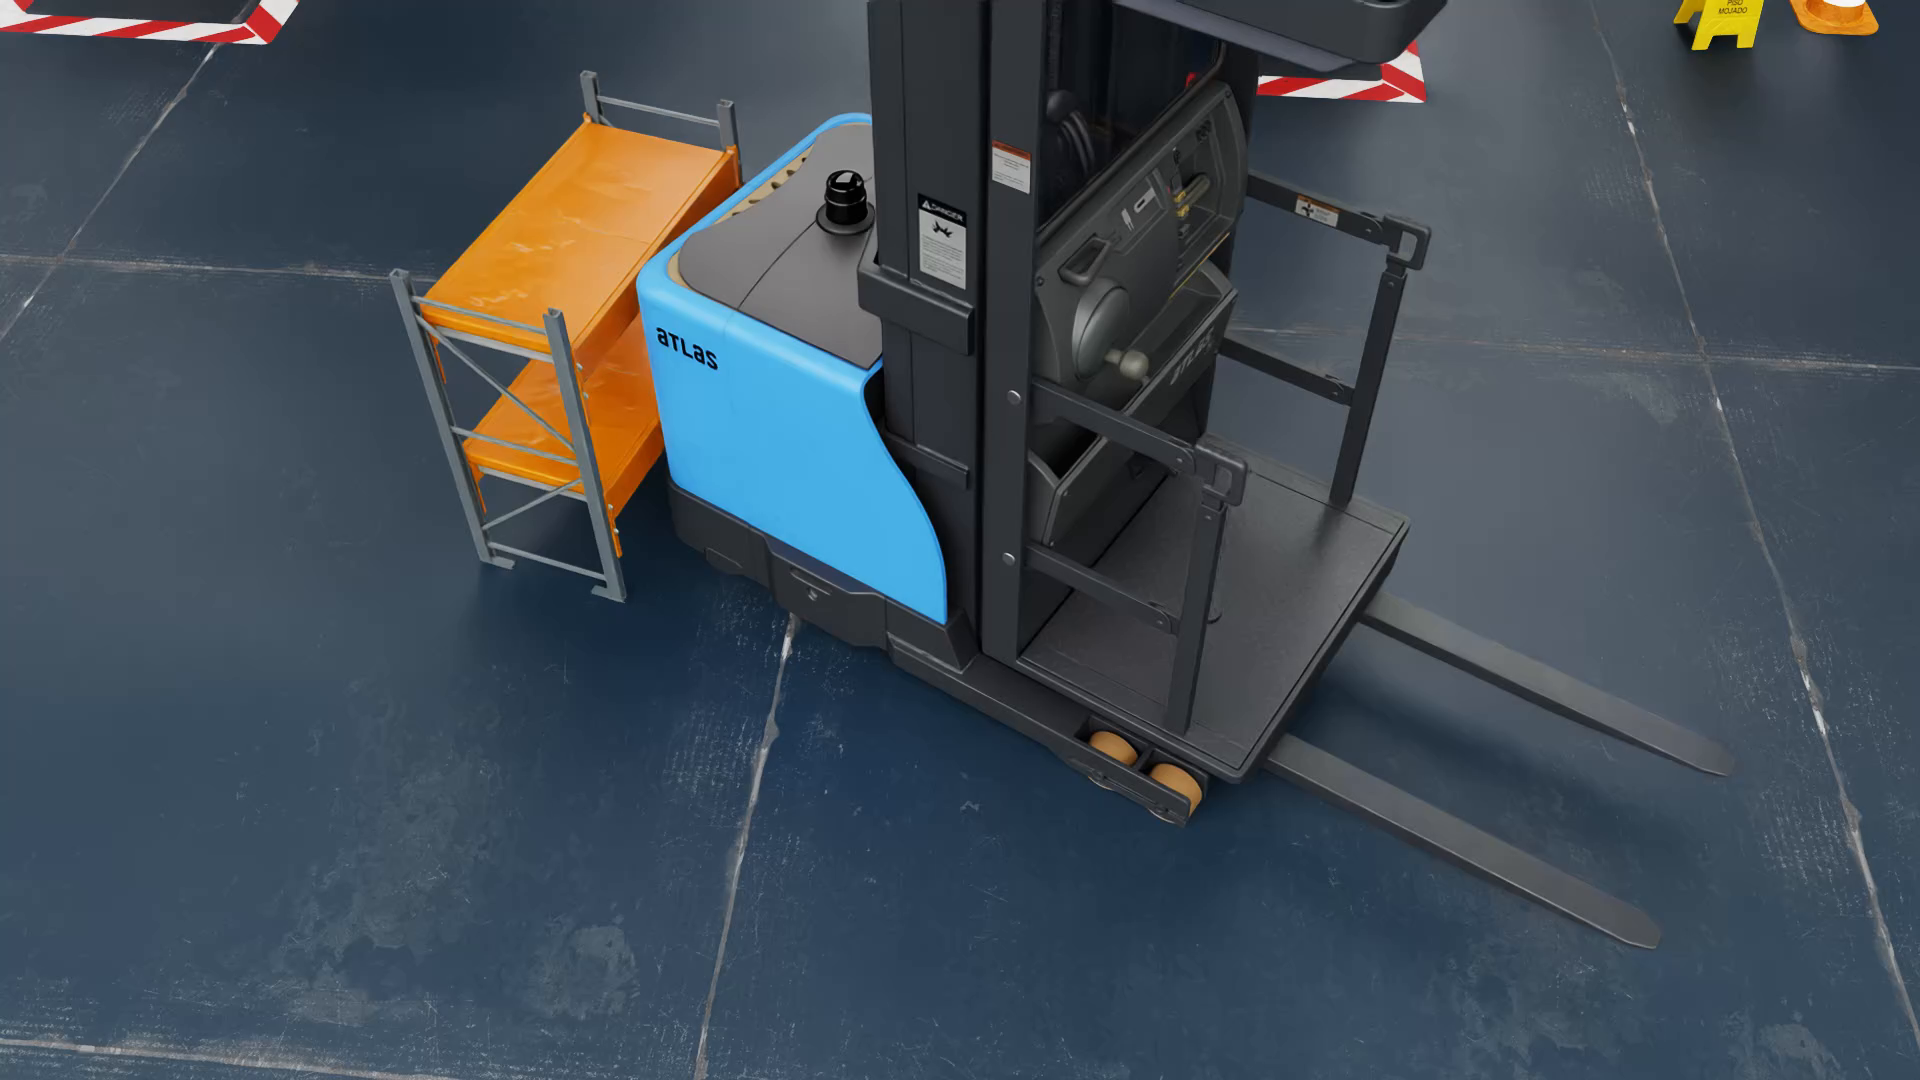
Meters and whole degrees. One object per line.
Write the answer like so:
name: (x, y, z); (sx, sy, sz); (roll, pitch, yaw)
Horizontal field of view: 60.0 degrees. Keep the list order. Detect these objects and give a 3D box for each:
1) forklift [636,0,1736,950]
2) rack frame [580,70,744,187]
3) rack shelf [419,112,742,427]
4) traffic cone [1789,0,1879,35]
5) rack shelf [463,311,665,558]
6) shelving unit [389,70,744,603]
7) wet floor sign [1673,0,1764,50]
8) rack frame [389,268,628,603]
forklift: (0.617, -0.670, 3.876); (3.031, 2.935, 1.130); (26, 53, 22)
rack frame: (-0.906, -0.966, 5.371); (0.500, 1.125, 0.032); (15, 49, 14)
rack shelf: (-1.082, -0.812, 4.833); (0.538, 0.278, 1.000); (15, 49, 14)
traffic cone: (3.875, -2.488, 7.212); (0.336, 0.463, 0.334); (4, 48, 4)
rack shelf: (-1.082, -0.449, 5.230); (0.538, 0.278, 1.000); (15, 49, 14)
shelving unit: (-1.082, -0.614, 5.049); (0.538, 1.125, 1.048); (15, 49, 14)
wet floor sign: (3.287, -2.426, 7.032); (0.267, 0.644, 0.232); (-4, 48, -3)
rack frame: (-1.258, -0.262, 4.728); (0.500, 1.125, 0.032); (15, 49, 14)
